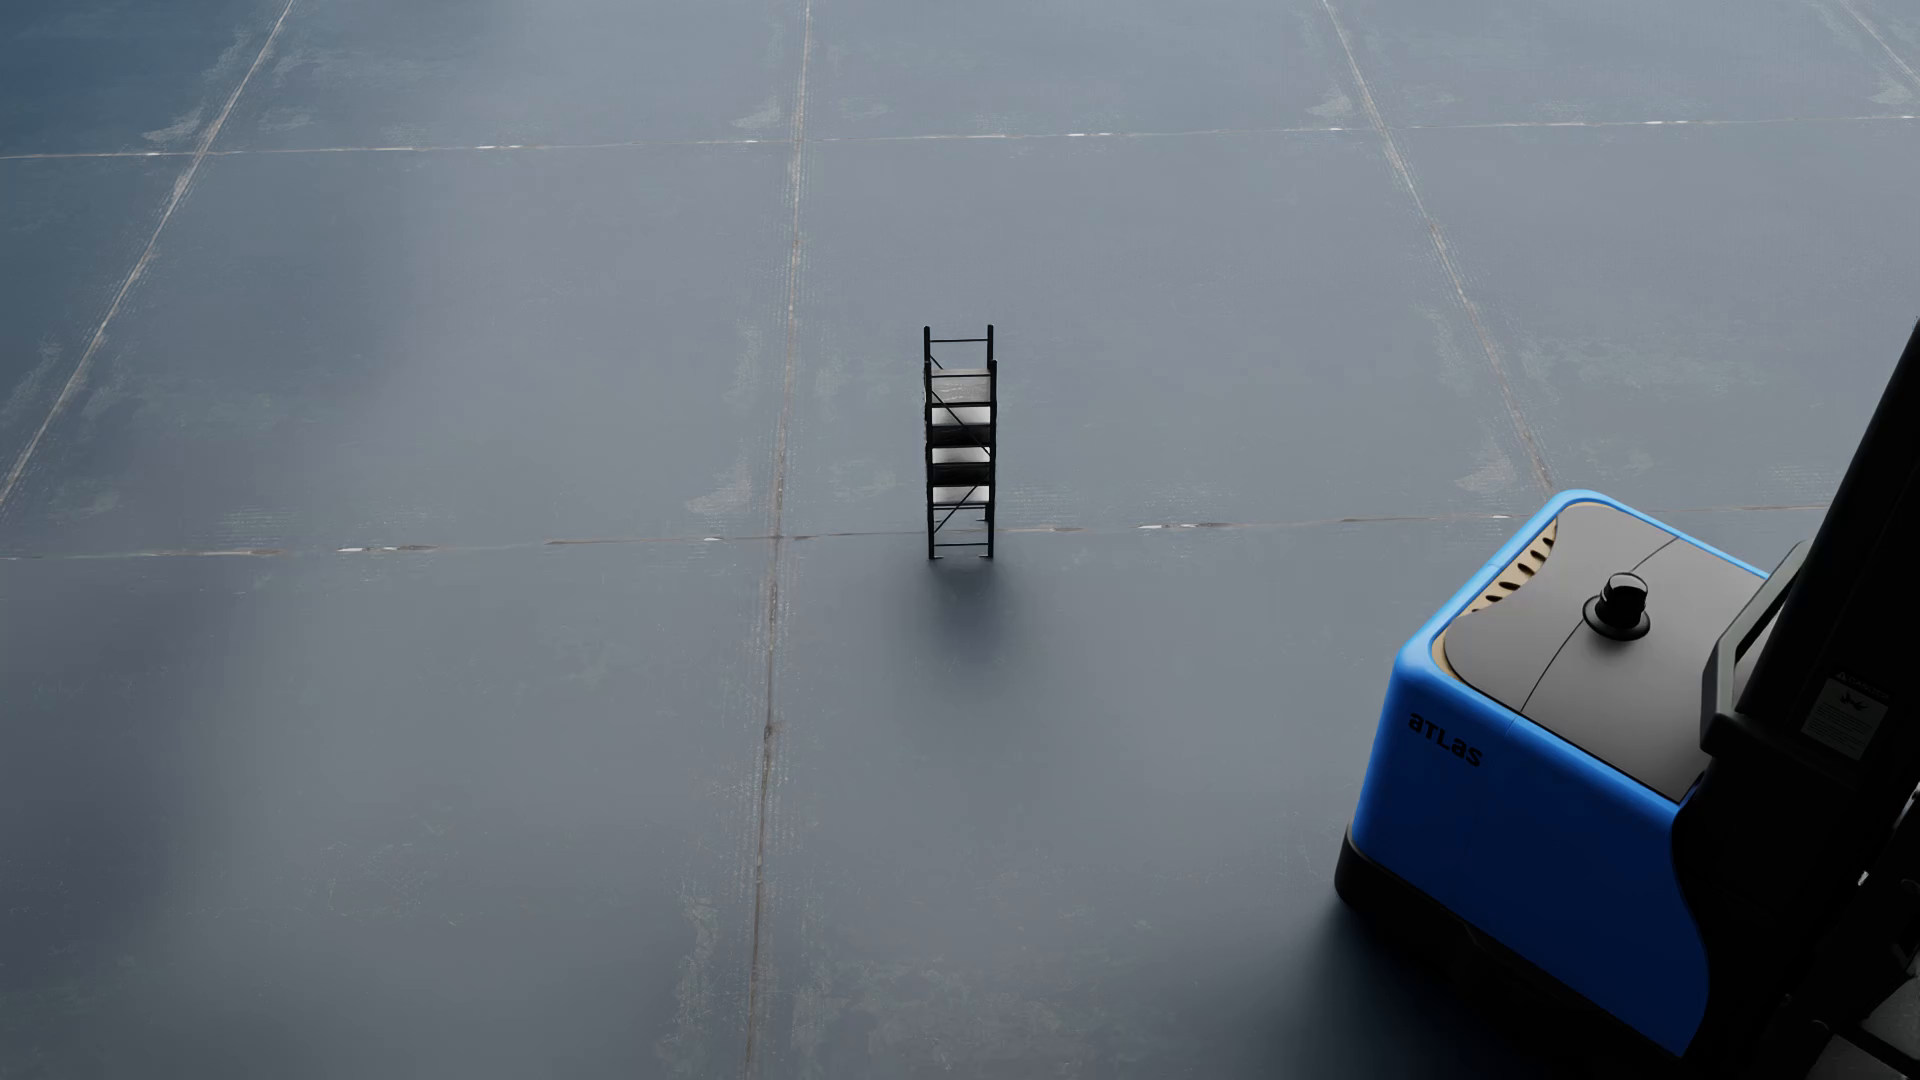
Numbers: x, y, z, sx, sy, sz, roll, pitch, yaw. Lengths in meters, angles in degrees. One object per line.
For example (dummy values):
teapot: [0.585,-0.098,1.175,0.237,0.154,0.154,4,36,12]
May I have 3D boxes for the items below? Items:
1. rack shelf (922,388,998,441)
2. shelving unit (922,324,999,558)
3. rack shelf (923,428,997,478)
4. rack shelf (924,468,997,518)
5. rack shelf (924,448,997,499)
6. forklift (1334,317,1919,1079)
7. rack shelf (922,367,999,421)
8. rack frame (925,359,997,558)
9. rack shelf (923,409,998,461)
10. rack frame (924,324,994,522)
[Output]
rack shelf: [0.000,-0.445,5.853,0.258,0.077,0.200,-2,43,-2]
shelving unit: [0.000,-0.337,5.952,0.258,0.900,0.210,-2,43,-2]
rack shelf: [0.000,-0.313,5.974,0.258,0.077,0.200,-2,43,-2]
rack shelf: [0.000,-0.180,6.096,0.258,0.077,0.200,-2,43,-2]
rack shelf: [0.000,-0.246,6.035,0.258,0.077,0.200,-2,43,-2]
forklift: [2.552,0.452,3.588,3.031,2.935,1.130,32,51,30]
rack shelf: [0.000,-0.512,5.792,0.258,0.077,0.200,-2,43,-2]
rack frame: [0.004,-0.269,5.877,0.240,0.900,0.006,-2,43,-2]
rack shelf: [0.000,-0.379,5.914,0.258,0.077,0.200,-2,43,-2]
rack frame: [-0.005,-0.406,6.027,0.240,0.900,0.006,-2,43,-2]
